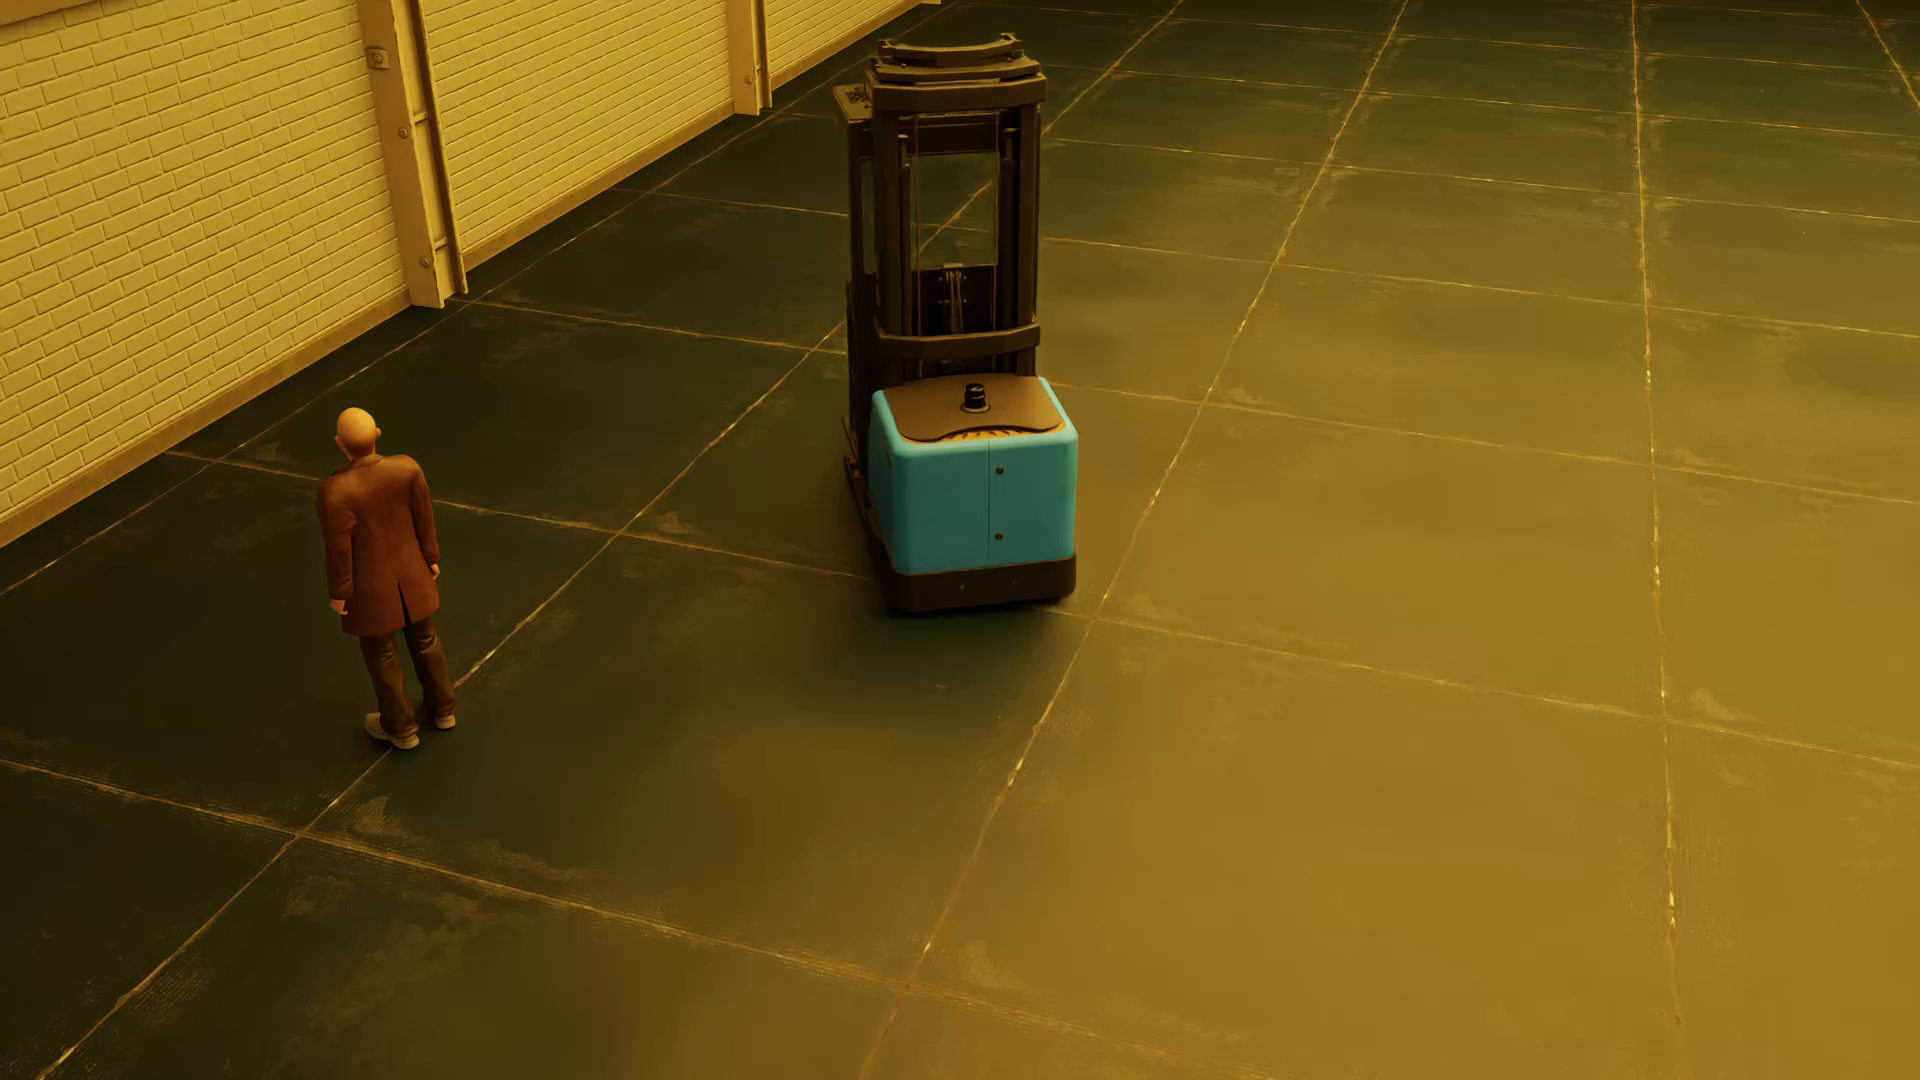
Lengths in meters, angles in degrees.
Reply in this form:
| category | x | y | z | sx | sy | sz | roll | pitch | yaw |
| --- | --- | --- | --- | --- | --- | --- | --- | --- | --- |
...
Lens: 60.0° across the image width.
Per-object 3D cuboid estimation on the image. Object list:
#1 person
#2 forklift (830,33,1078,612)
| category | x | y | z | sx | sy | sz | roll | pitch | yaw |
| --- | --- | --- | --- | --- | --- | --- | --- | --- | --- |
| person | -2.783 | 0.169 | 7.998 | 0.563 | 1.783 | 0.384 | -26 | 39 | -37 |
| forklift | -0.139 | -1.586 | 9.919 | 1.130 | 2.935 | 3.031 | -6 | 30 | -10 |
